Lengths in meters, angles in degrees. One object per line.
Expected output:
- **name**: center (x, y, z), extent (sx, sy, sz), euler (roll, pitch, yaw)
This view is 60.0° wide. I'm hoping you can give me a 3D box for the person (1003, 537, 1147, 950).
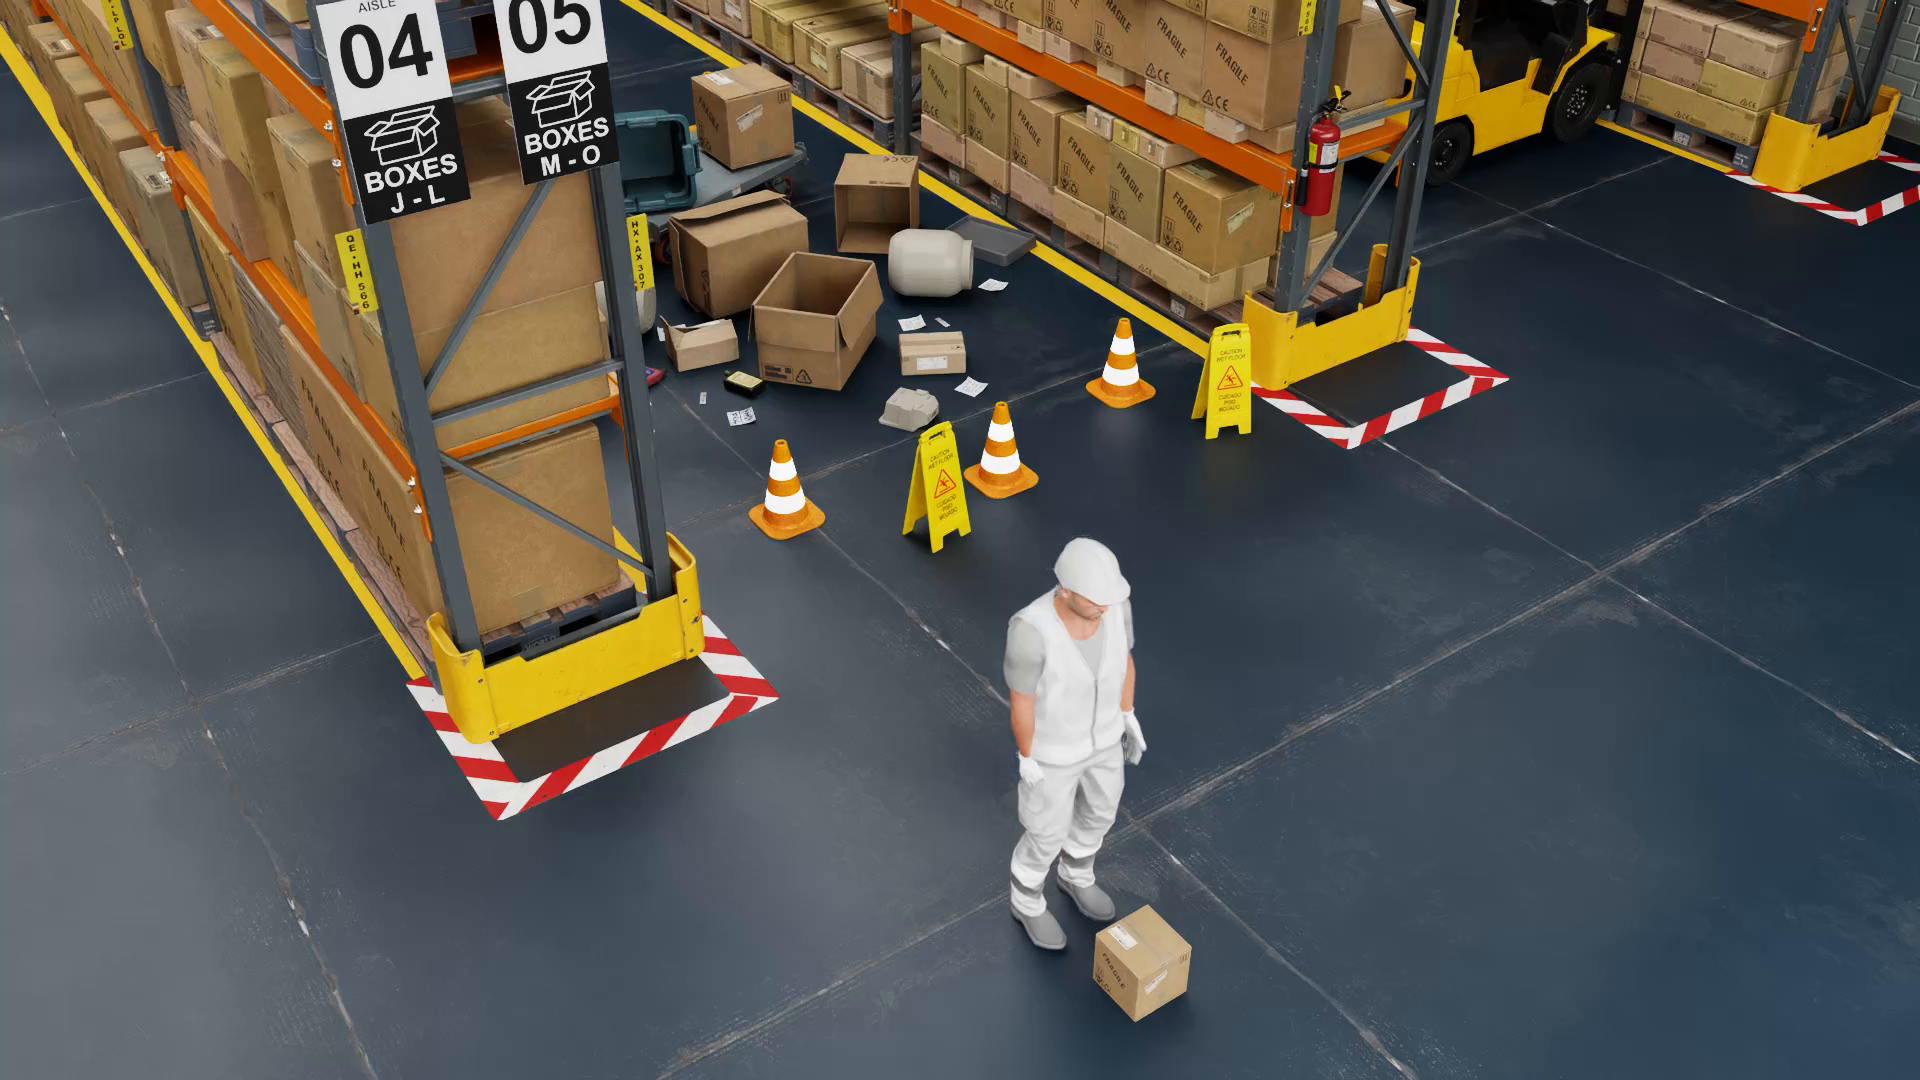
- **person**: center (0.413, 0.724, 6.000), extent (0.529, 1.779, 0.357), euler (-22, 41, -27)
